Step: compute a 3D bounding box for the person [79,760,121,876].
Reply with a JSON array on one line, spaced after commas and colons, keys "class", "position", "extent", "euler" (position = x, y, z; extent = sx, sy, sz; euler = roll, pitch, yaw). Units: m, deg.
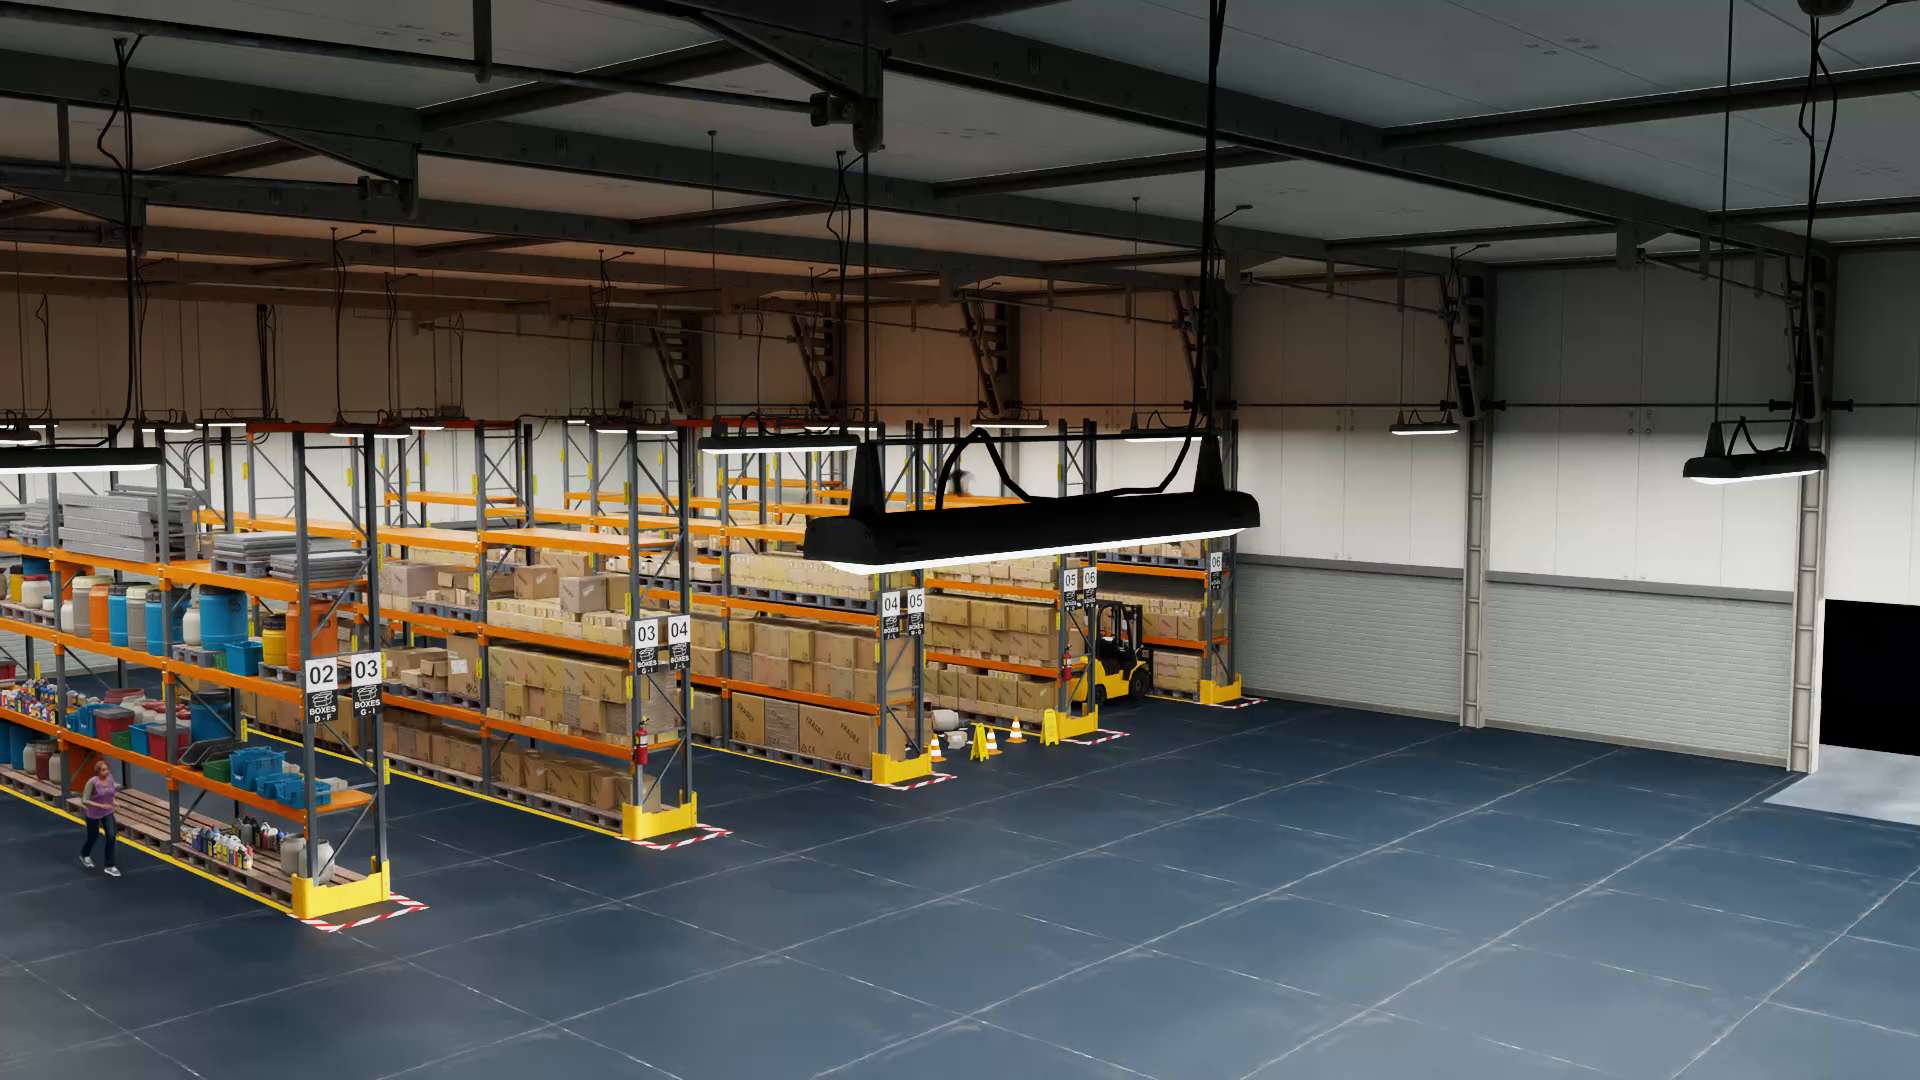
[{"class": "person", "position": [-11.624, 3.717, 22.419], "extent": [0.881, 1.568, 0.529], "euler": [4, 6, 38]}]
